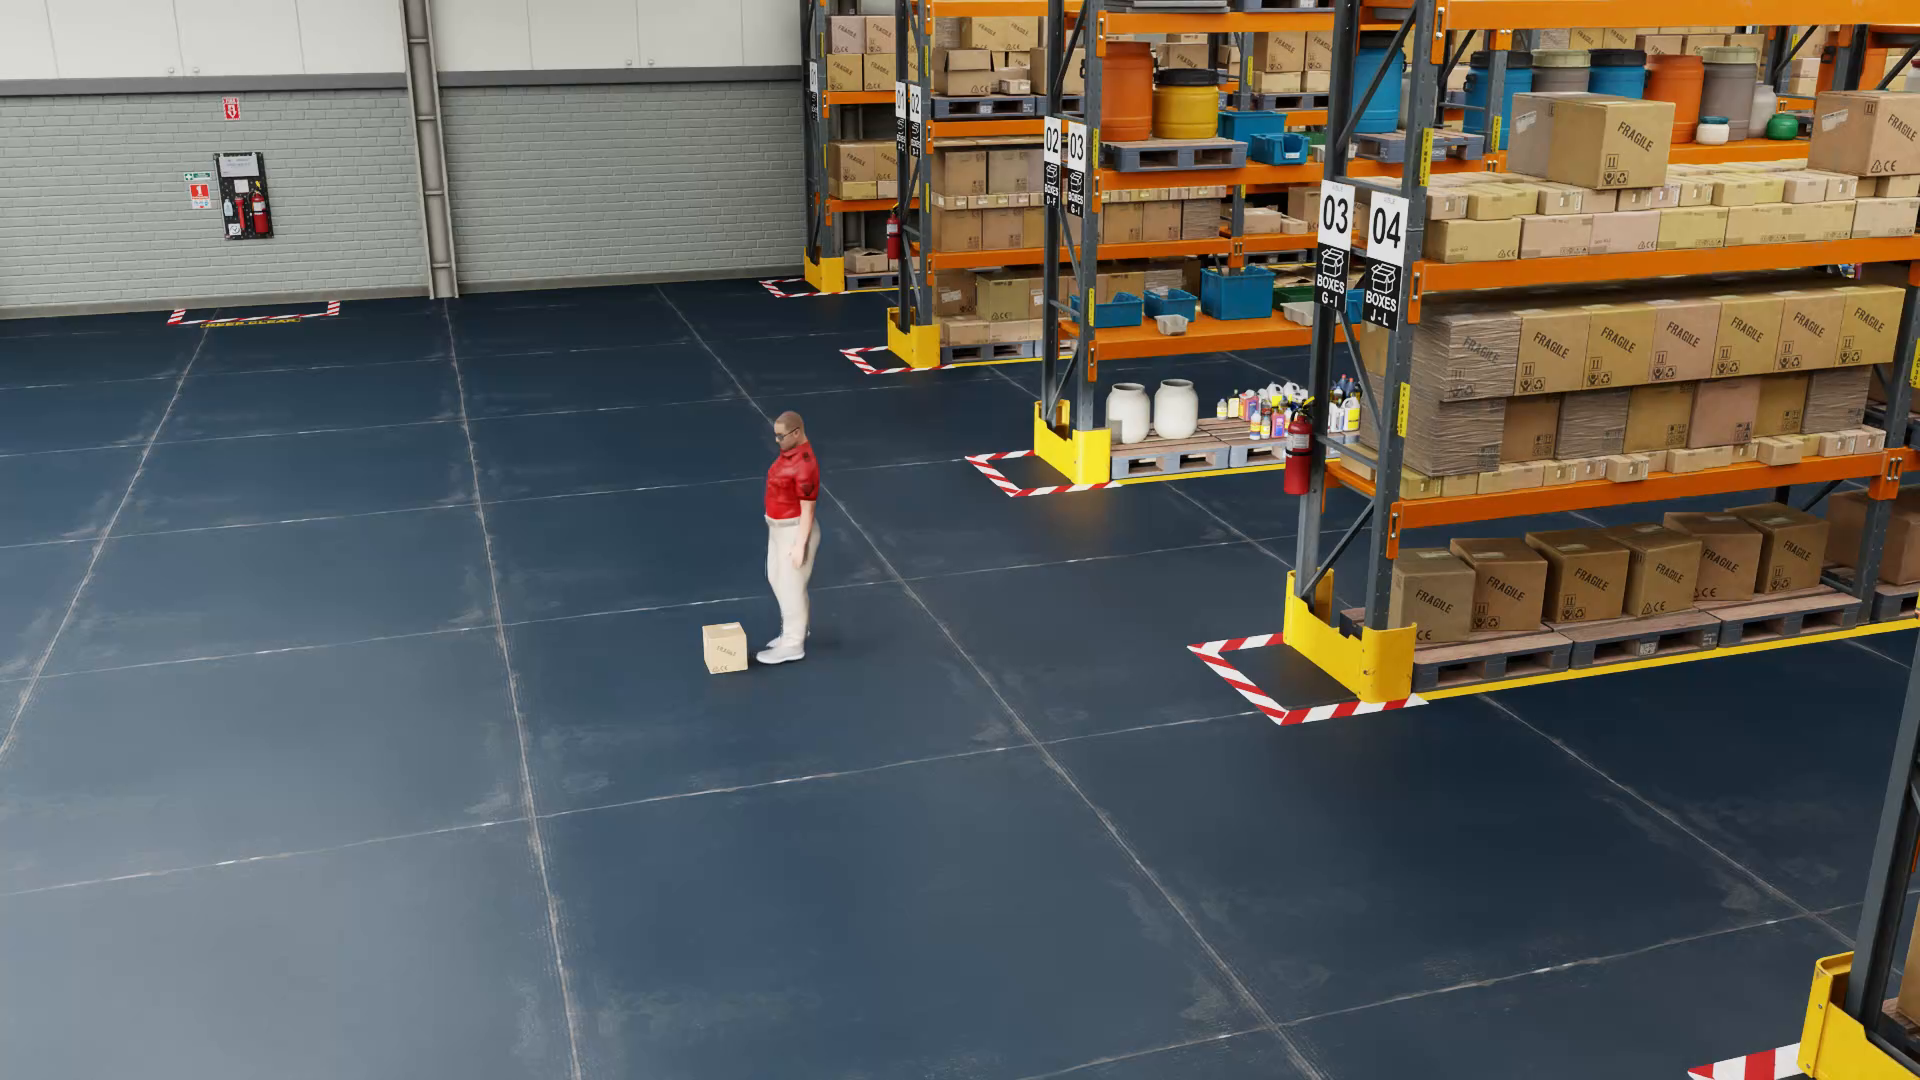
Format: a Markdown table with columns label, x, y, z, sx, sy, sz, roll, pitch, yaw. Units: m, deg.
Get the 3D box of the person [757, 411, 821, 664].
| label | x | y | z | sx | sy | sz | roll | pitch | yaw |
| --- | --- | --- | --- | --- | --- | --- | --- | --- | --- |
| person | -1.177 | -0.002 | 11.138 | 0.463 | 1.786 | 0.589 | -6 | 20 | -18 |
